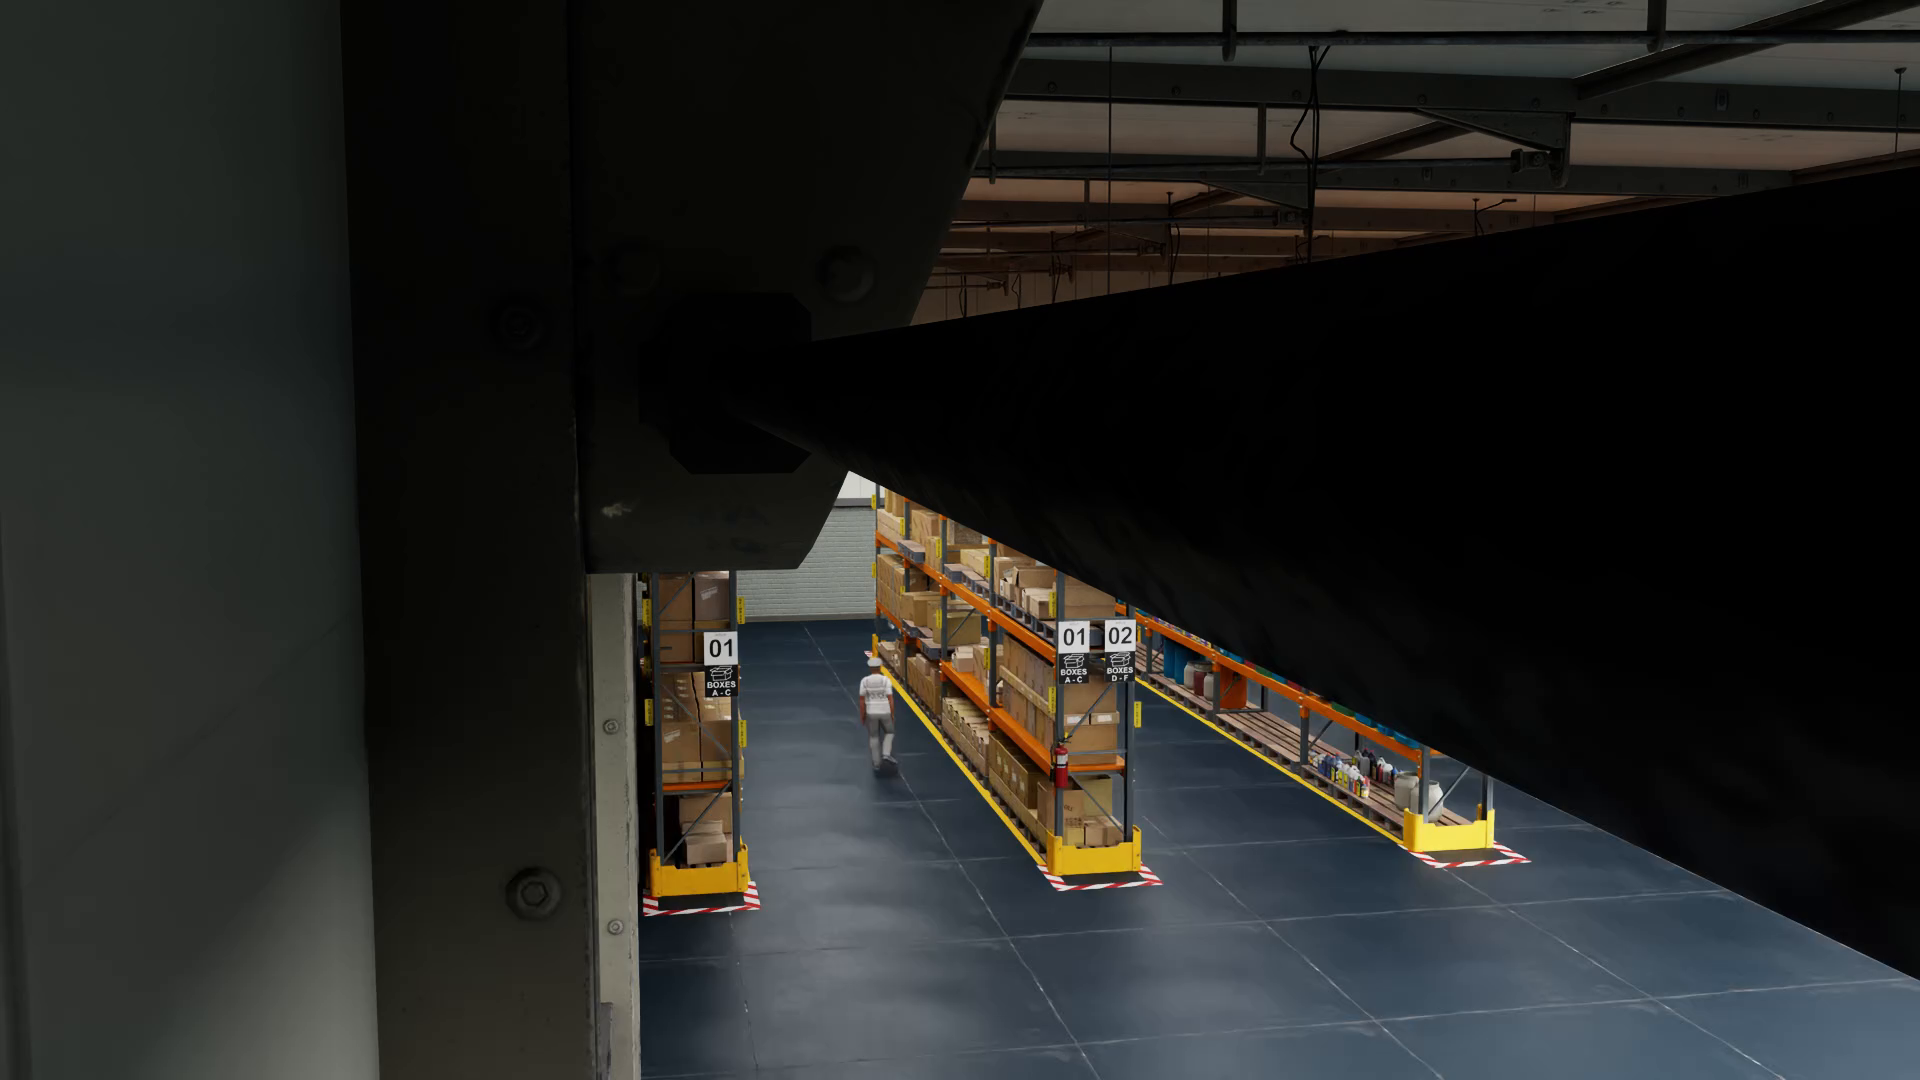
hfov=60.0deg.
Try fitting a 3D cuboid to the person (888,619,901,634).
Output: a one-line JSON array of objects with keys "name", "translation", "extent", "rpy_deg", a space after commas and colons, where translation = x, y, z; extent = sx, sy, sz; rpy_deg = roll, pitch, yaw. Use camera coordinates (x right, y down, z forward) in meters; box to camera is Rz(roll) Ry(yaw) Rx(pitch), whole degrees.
[{"name": "person", "translation": [-1.506, 1.450, 39.877], "extent": [0.418, 1.540, 0.980], "rpy_deg": [-4, 7, -36]}]

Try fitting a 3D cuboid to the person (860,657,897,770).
[{"name": "person", "translation": [-1.293, 2.746, 26.319], "extent": [0.596, 1.764, 0.512], "rpy_deg": [0, 6, -2]}]
